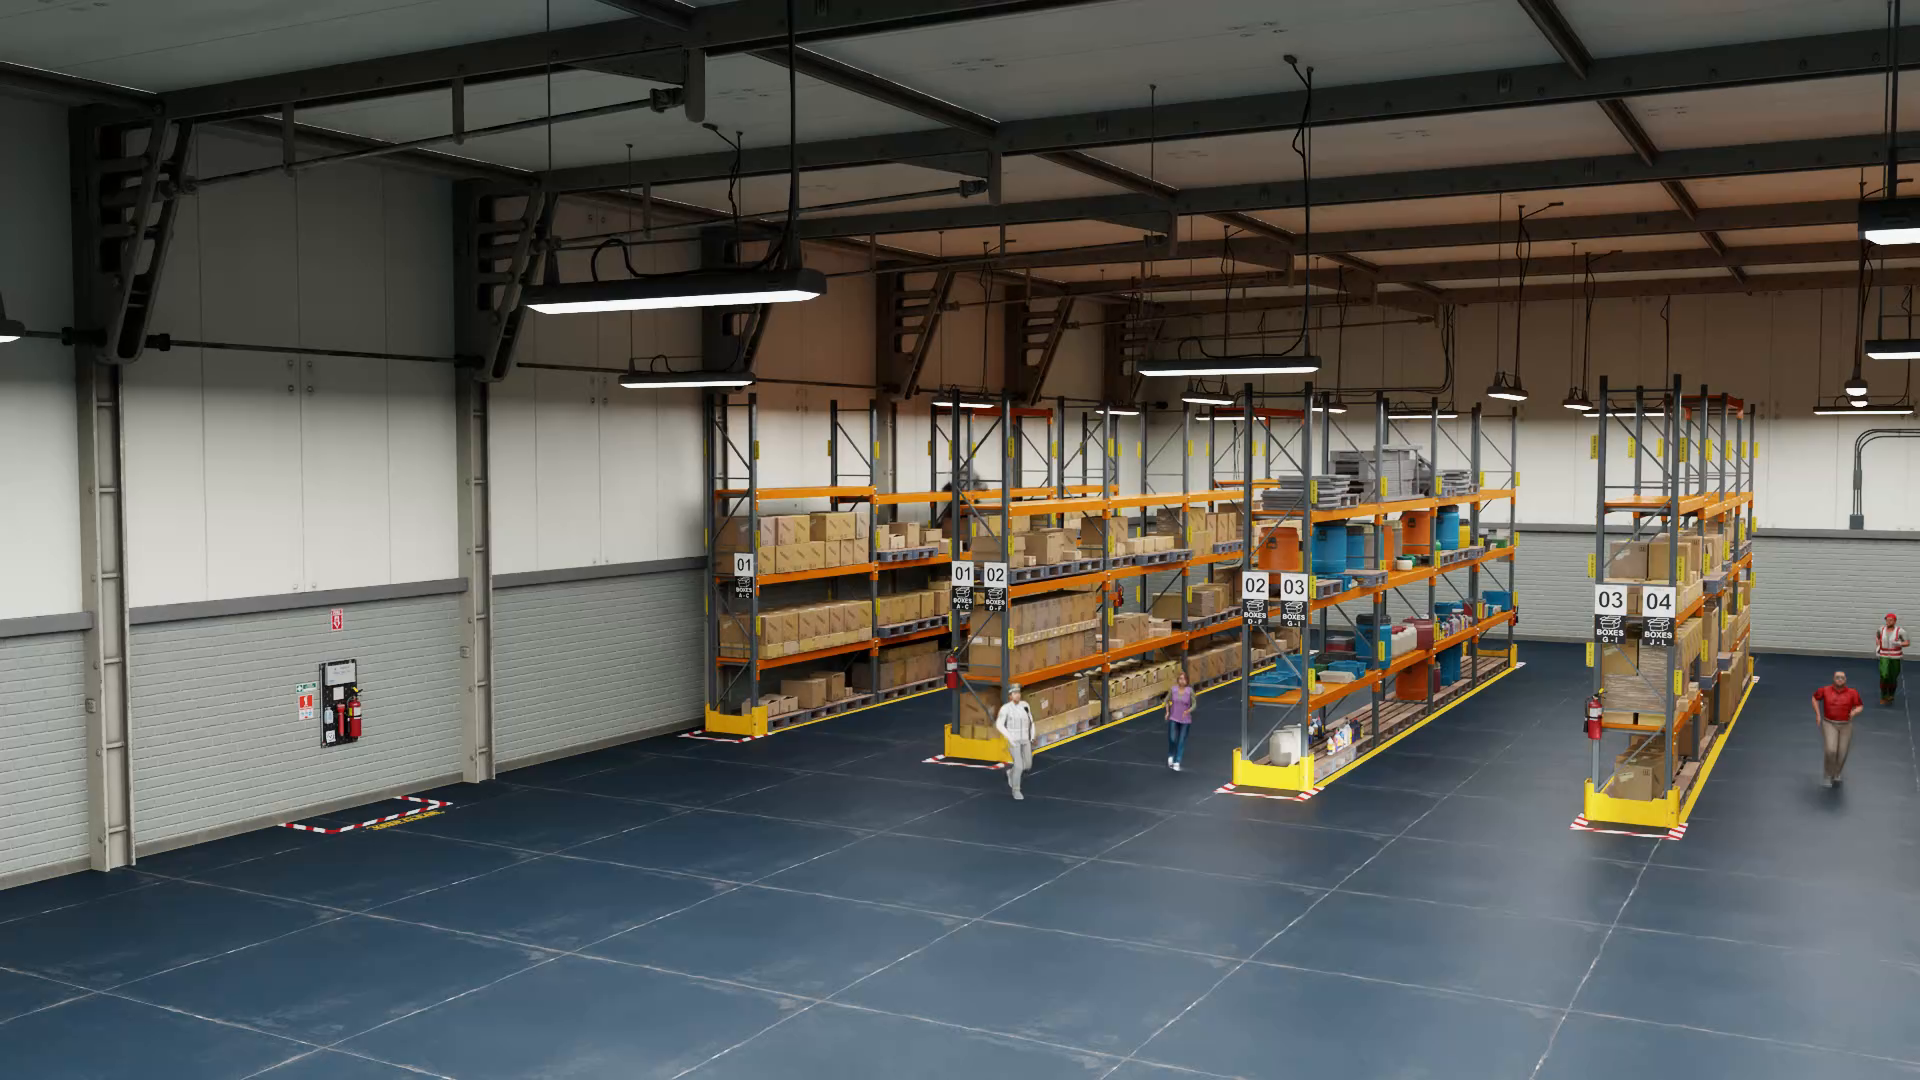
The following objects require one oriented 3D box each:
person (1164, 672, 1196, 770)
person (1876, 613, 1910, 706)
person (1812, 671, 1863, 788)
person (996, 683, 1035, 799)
[{"bbox_3d":[3.419,2.824,25.877,0.512,1.549,0.563,1,3,10],"label":"person"},{"bbox_3d":[18.307,2.359,32.677,0.616,1.851,0.778,2,4,35],"label":"person"},{"bbox_3d":[13.063,2.830,24.726,0.648,1.778,0.736,1,3,17],"label":"person"},{"bbox_3d":[0.818,2.885,23.987,0.618,1.668,0.472,-2,3,-26],"label":"person"}]
